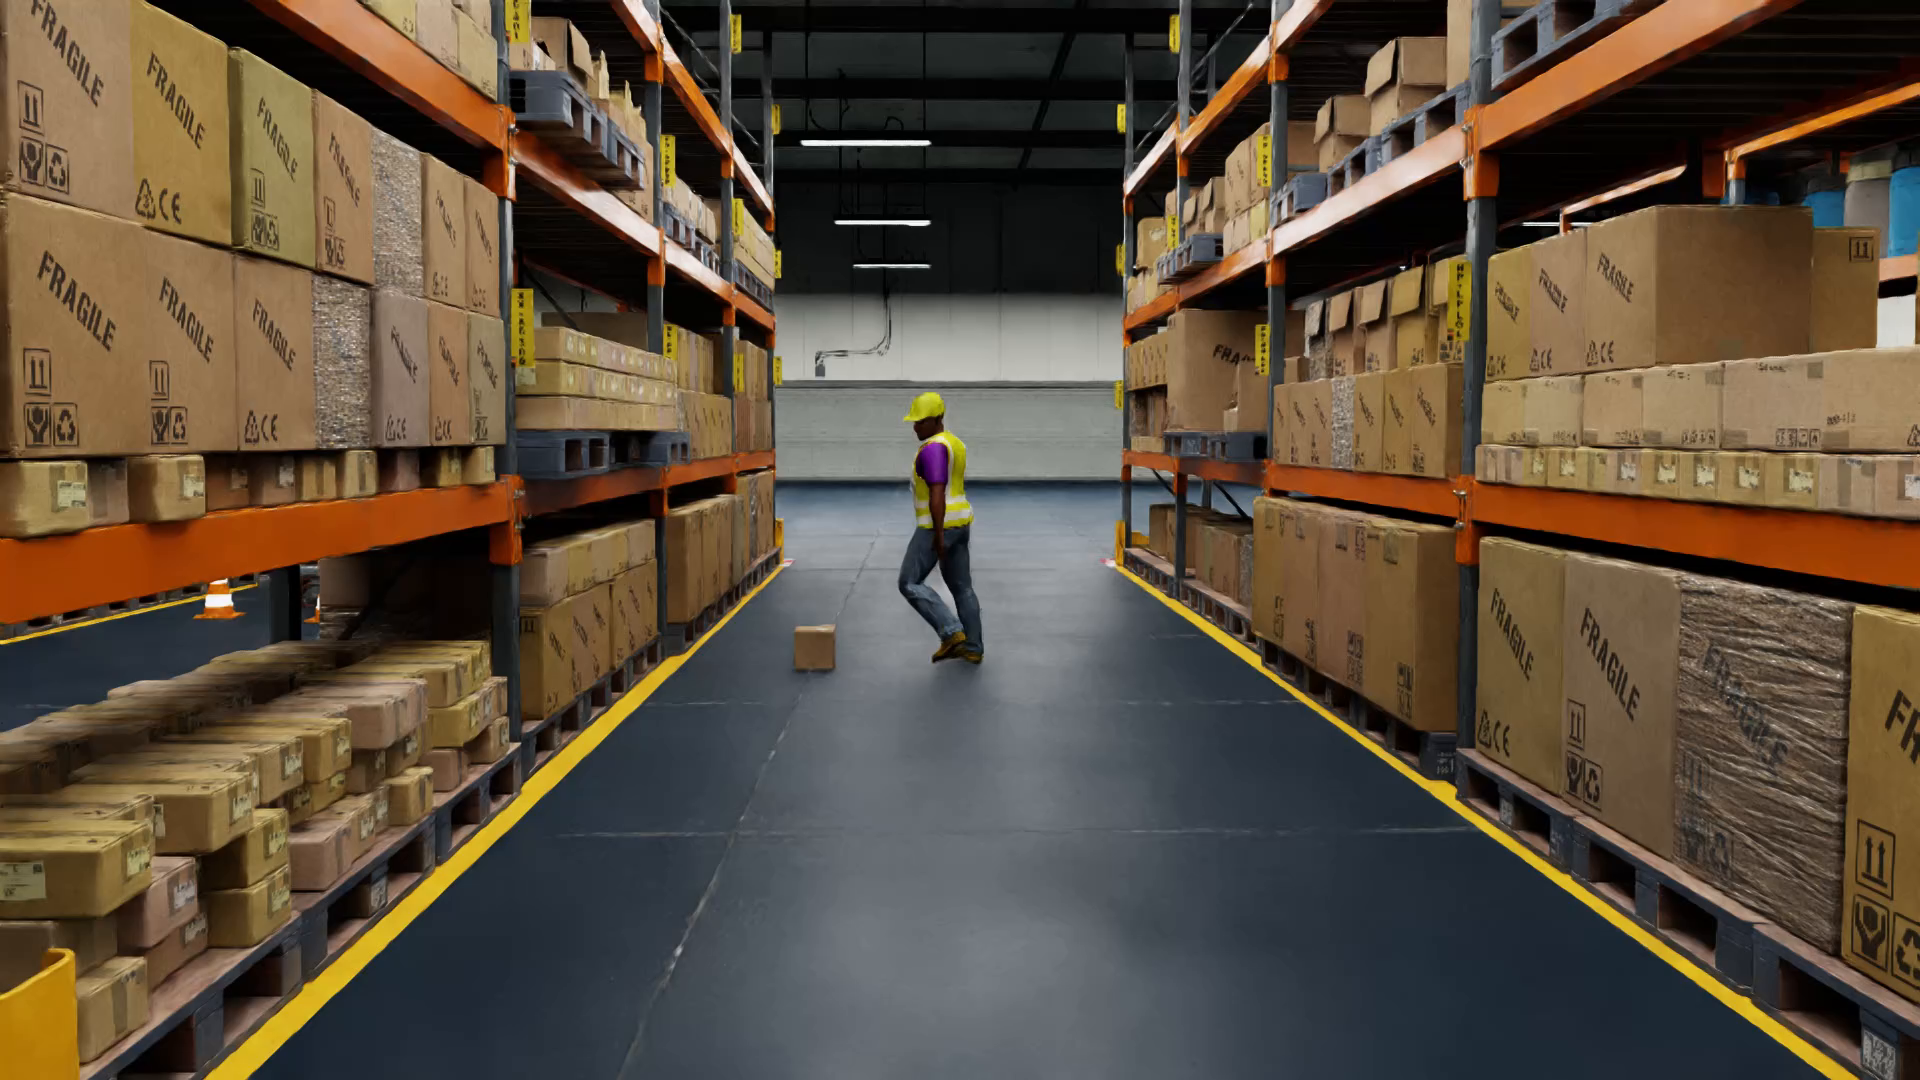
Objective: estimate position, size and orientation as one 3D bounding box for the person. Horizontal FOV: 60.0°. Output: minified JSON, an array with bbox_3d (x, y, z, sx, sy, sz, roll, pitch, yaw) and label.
[{"bbox_3d":[-0.123,-0.076,10.731,0.484,1.748,0.671,2,4,26],"label":"person"}]
